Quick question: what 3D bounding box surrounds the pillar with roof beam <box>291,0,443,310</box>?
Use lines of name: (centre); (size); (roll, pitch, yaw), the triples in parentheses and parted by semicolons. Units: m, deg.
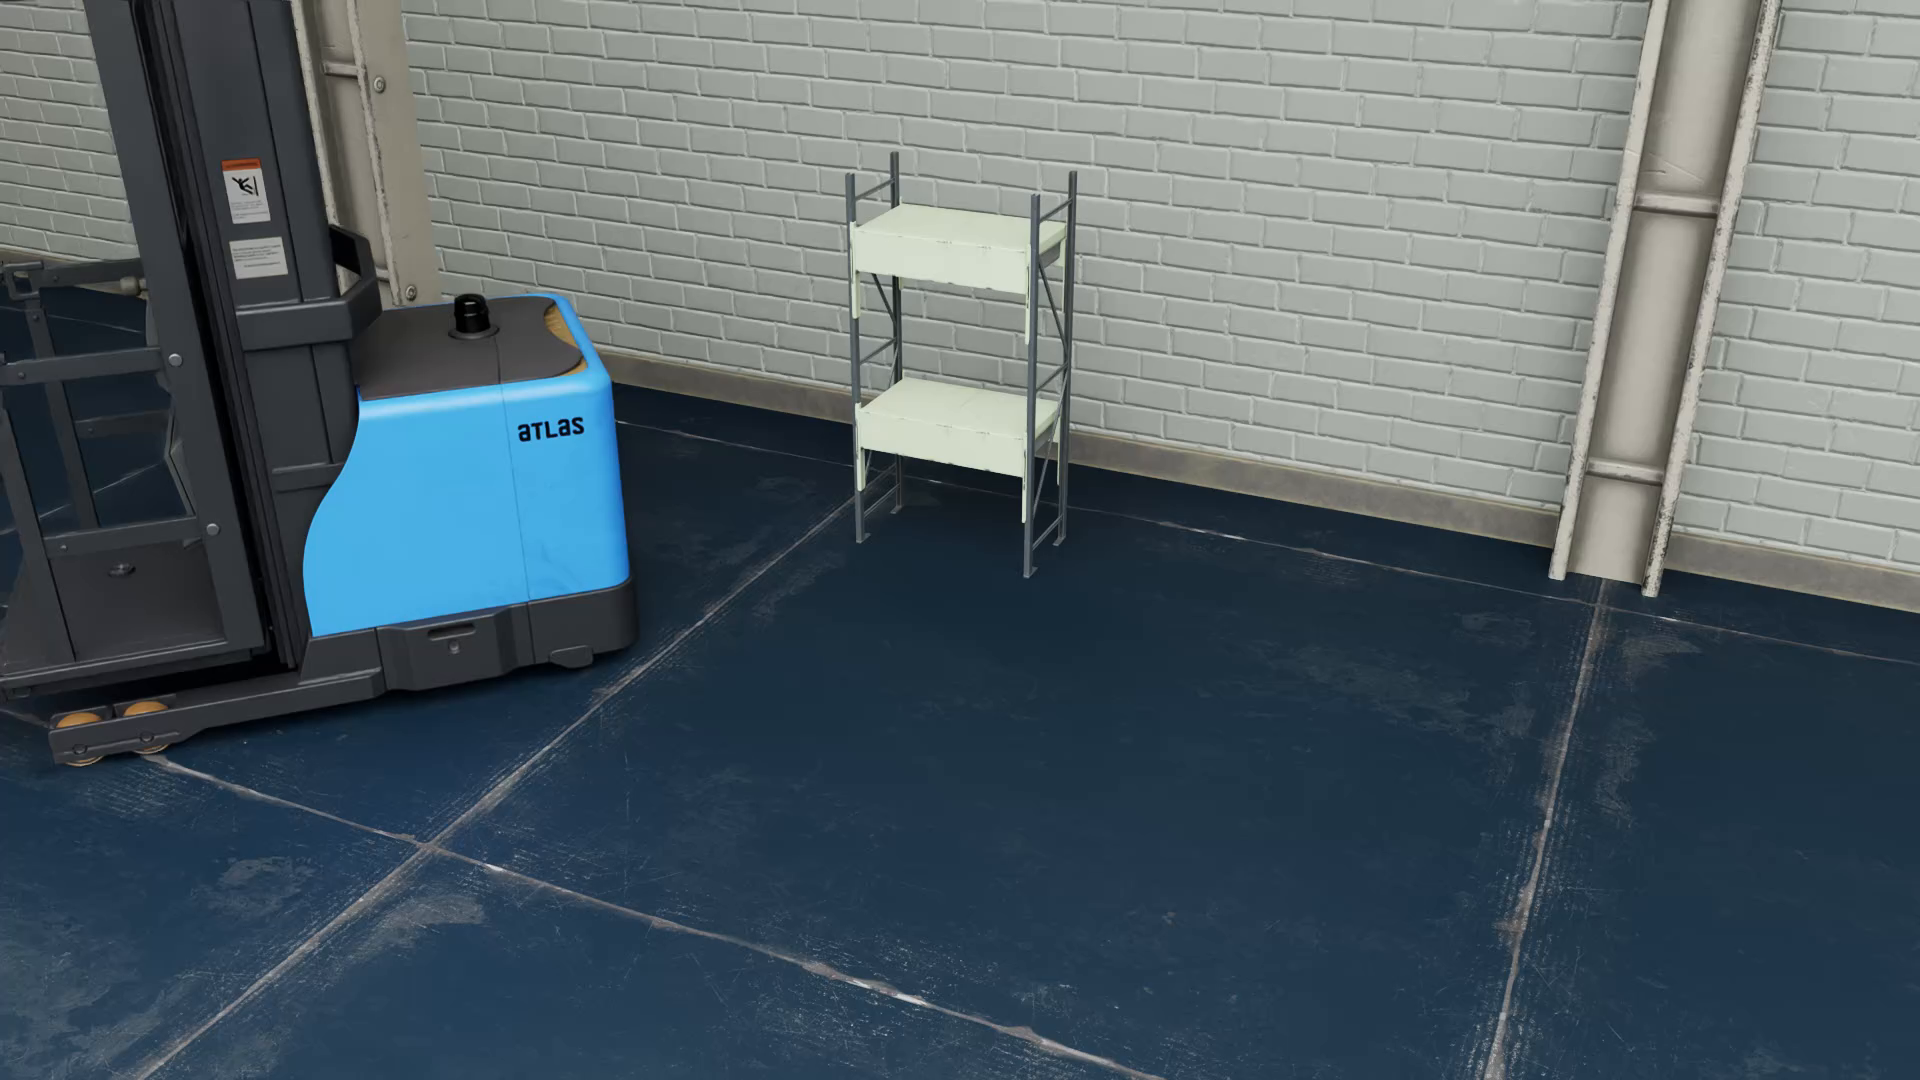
pillar with roof beam: (-4.717, -3.283, 3.230); (0.400, 9.000, 9.100); (11, 28, 22)

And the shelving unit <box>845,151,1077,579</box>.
shelving unit: (0.006, -0.672, 6.416); (0.755, 1.500, 0.431); (11, 28, 22)

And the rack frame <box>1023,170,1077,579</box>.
rack frame: (0.339, -0.605, 6.280); (0.023, 1.500, 0.400); (11, 28, 22)

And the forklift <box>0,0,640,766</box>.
forklift: (-2.708, -0.860, 5.178); (3.031, 2.935, 1.130); (-10, 28, -19)

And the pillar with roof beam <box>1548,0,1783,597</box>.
pillar with roof beam: (0.745, -2.186, 1.001); (0.400, 9.000, 9.100); (11, 28, 22)

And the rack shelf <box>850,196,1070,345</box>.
rack shelf: (0.006, -1.022, 6.244); (0.720, 0.370, 0.431); (11, 28, 22)

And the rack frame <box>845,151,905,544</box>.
rack frame: (-0.327, -0.739, 6.552); (0.023, 1.500, 0.400); (11, 28, 22)

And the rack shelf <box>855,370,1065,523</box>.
rack shelf: (0.006, -0.379, 6.560); (0.720, 0.370, 0.431); (11, 28, 22)
